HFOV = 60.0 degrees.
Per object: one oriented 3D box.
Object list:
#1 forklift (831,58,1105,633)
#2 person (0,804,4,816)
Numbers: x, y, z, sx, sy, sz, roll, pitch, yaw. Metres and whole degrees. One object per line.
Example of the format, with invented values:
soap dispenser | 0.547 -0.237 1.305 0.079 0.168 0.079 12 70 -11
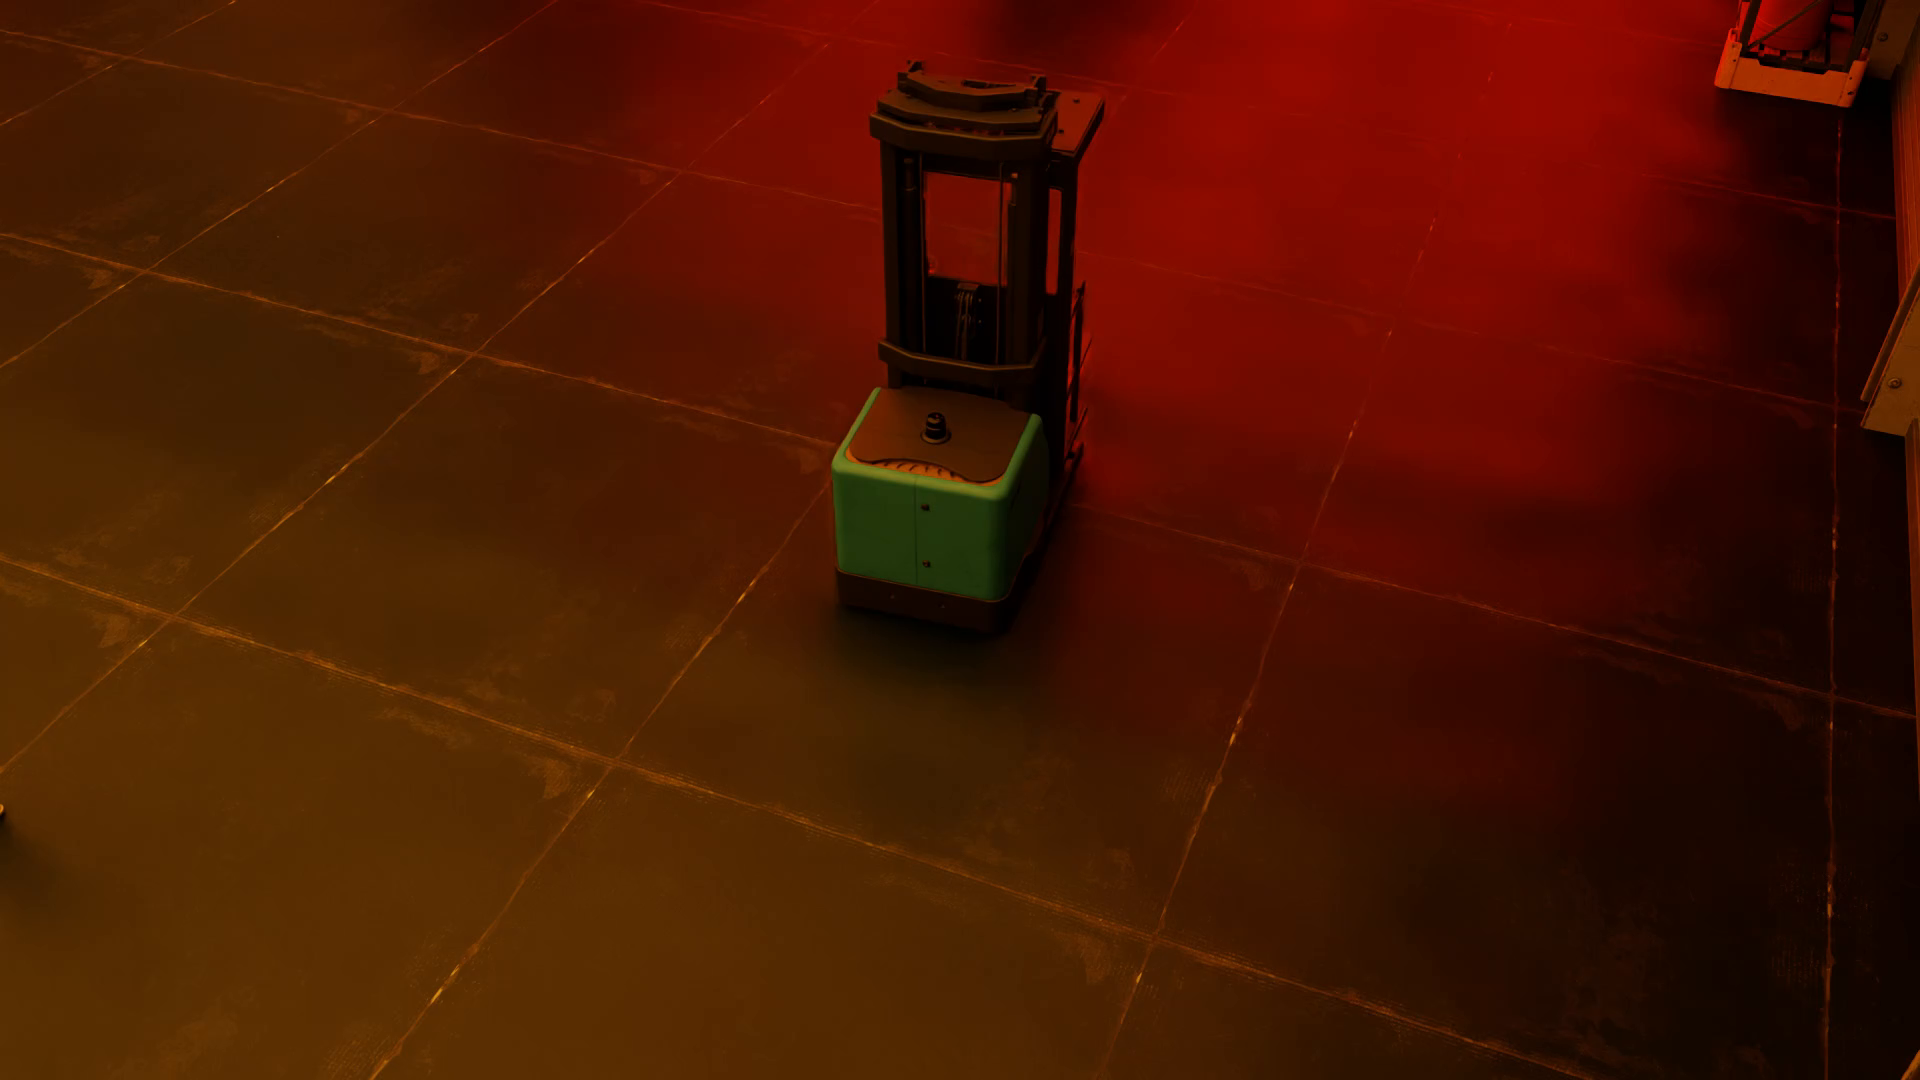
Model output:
forklift | 0.178 -1.546 9.853 1.130 2.935 3.031 11 41 12
person | -5.085 0.790 7.988 0.639 1.727 0.551 31 49 32
